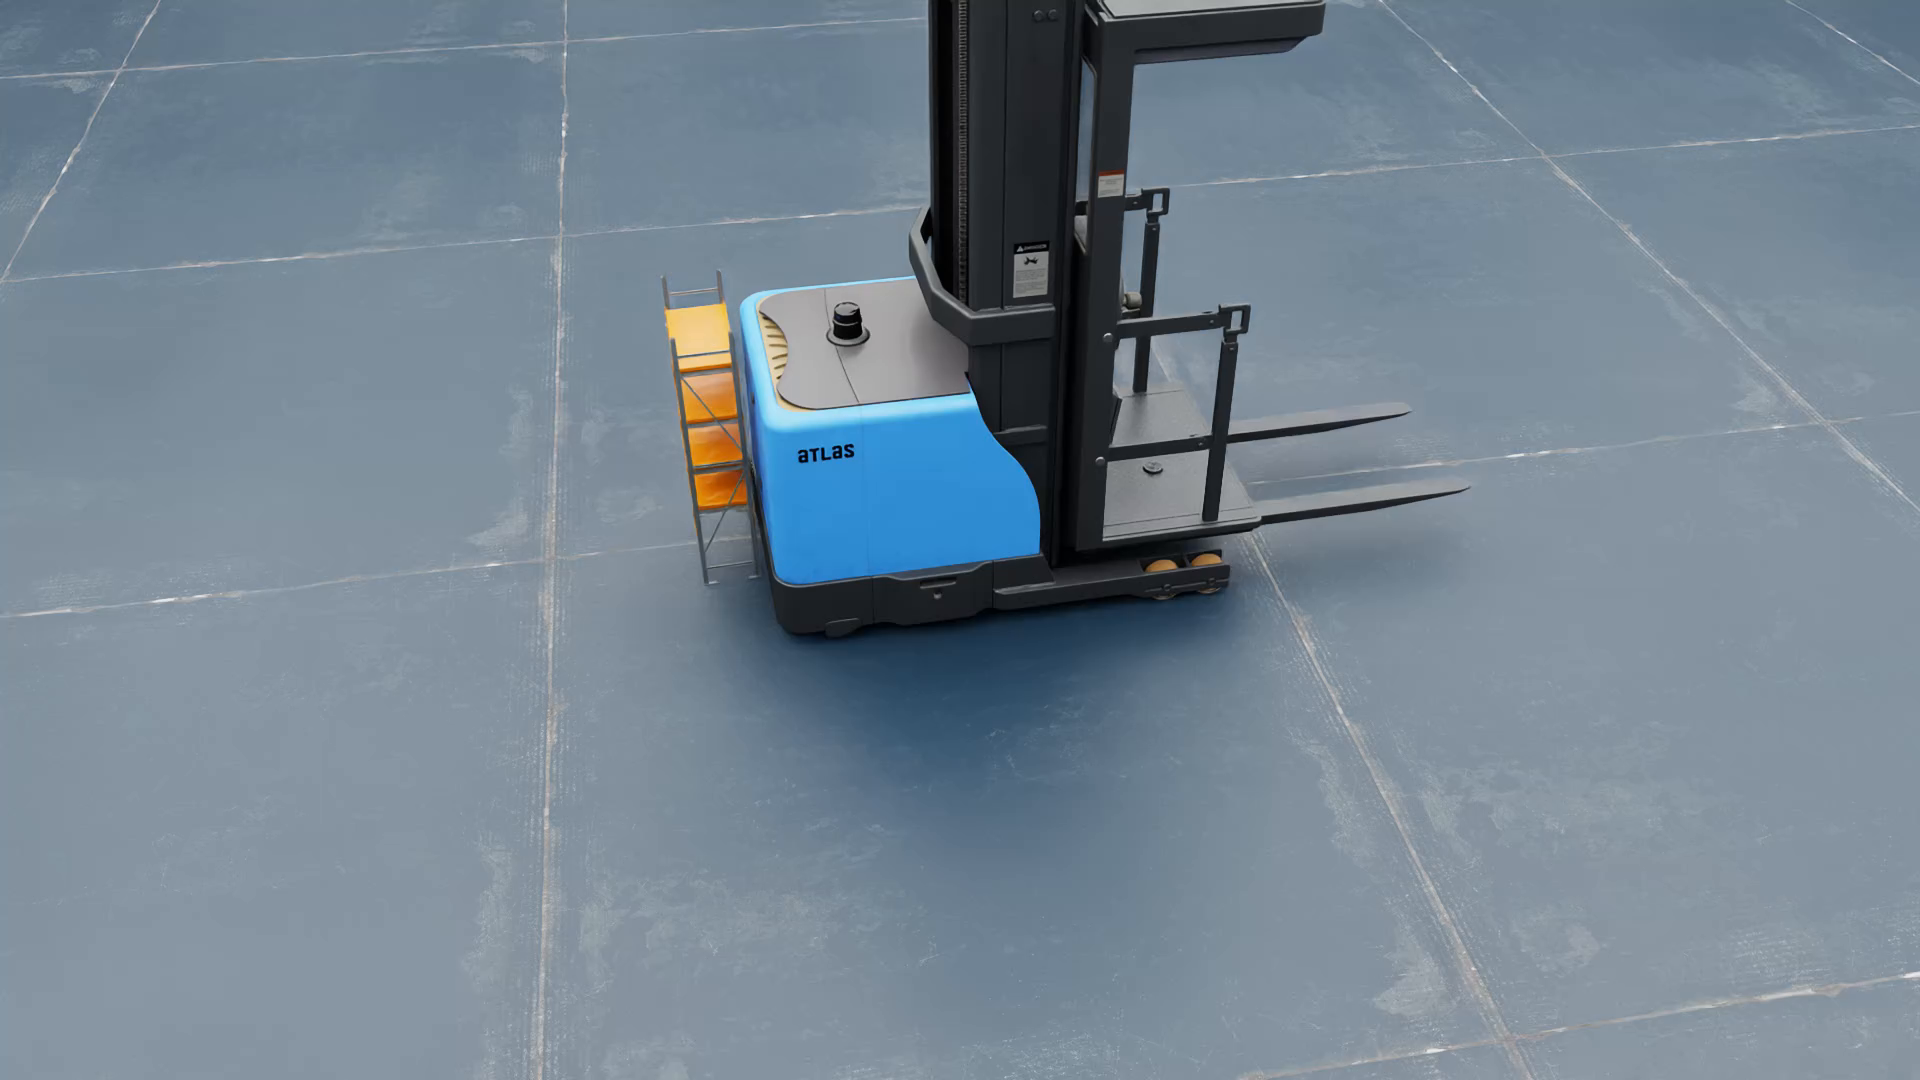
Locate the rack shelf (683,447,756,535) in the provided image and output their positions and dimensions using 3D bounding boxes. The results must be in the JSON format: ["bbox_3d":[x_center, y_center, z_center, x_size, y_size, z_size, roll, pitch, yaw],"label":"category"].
[{"bbox_3d":[-1.015,-0.238,7.008,0.258,0.148,0.480,-8,39,-9],"label":"rack shelf"}]

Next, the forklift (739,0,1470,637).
[{"bbox_3d":[0.657,-1.221,6.432,3.031,2.935,1.130,-7,38,-9],"label":"forklift"}]

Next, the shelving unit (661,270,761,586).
[{"bbox_3d":[-1.019,-0.447,6.845,0.258,1.200,0.503,-8,39,-9],"label":"shelving unit"}]

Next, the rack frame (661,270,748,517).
[{"bbox_3d":[-1.069,-0.594,7.033,0.240,1.200,0.015,-8,39,-9],"label":"rack frame"}]

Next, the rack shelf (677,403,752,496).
[{"bbox_3d":[-1.018,-0.394,6.886,0.258,0.148,0.480,-8,39,-9],"label":"rack shelf"}]

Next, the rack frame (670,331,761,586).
[{"bbox_3d":[-0.968,-0.301,6.656,0.240,1.200,0.015,-8,39,-9],"label":"rack frame"}]

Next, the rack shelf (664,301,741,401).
[{"bbox_3d":[-1.025,-0.757,6.603,0.258,0.148,0.480,-8,39,-9],"label":"rack shelf"}]

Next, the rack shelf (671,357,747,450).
[{"bbox_3d":[-1.021,-0.571,6.748,0.258,0.148,0.480,-8,39,-9],"label":"rack shelf"}]
